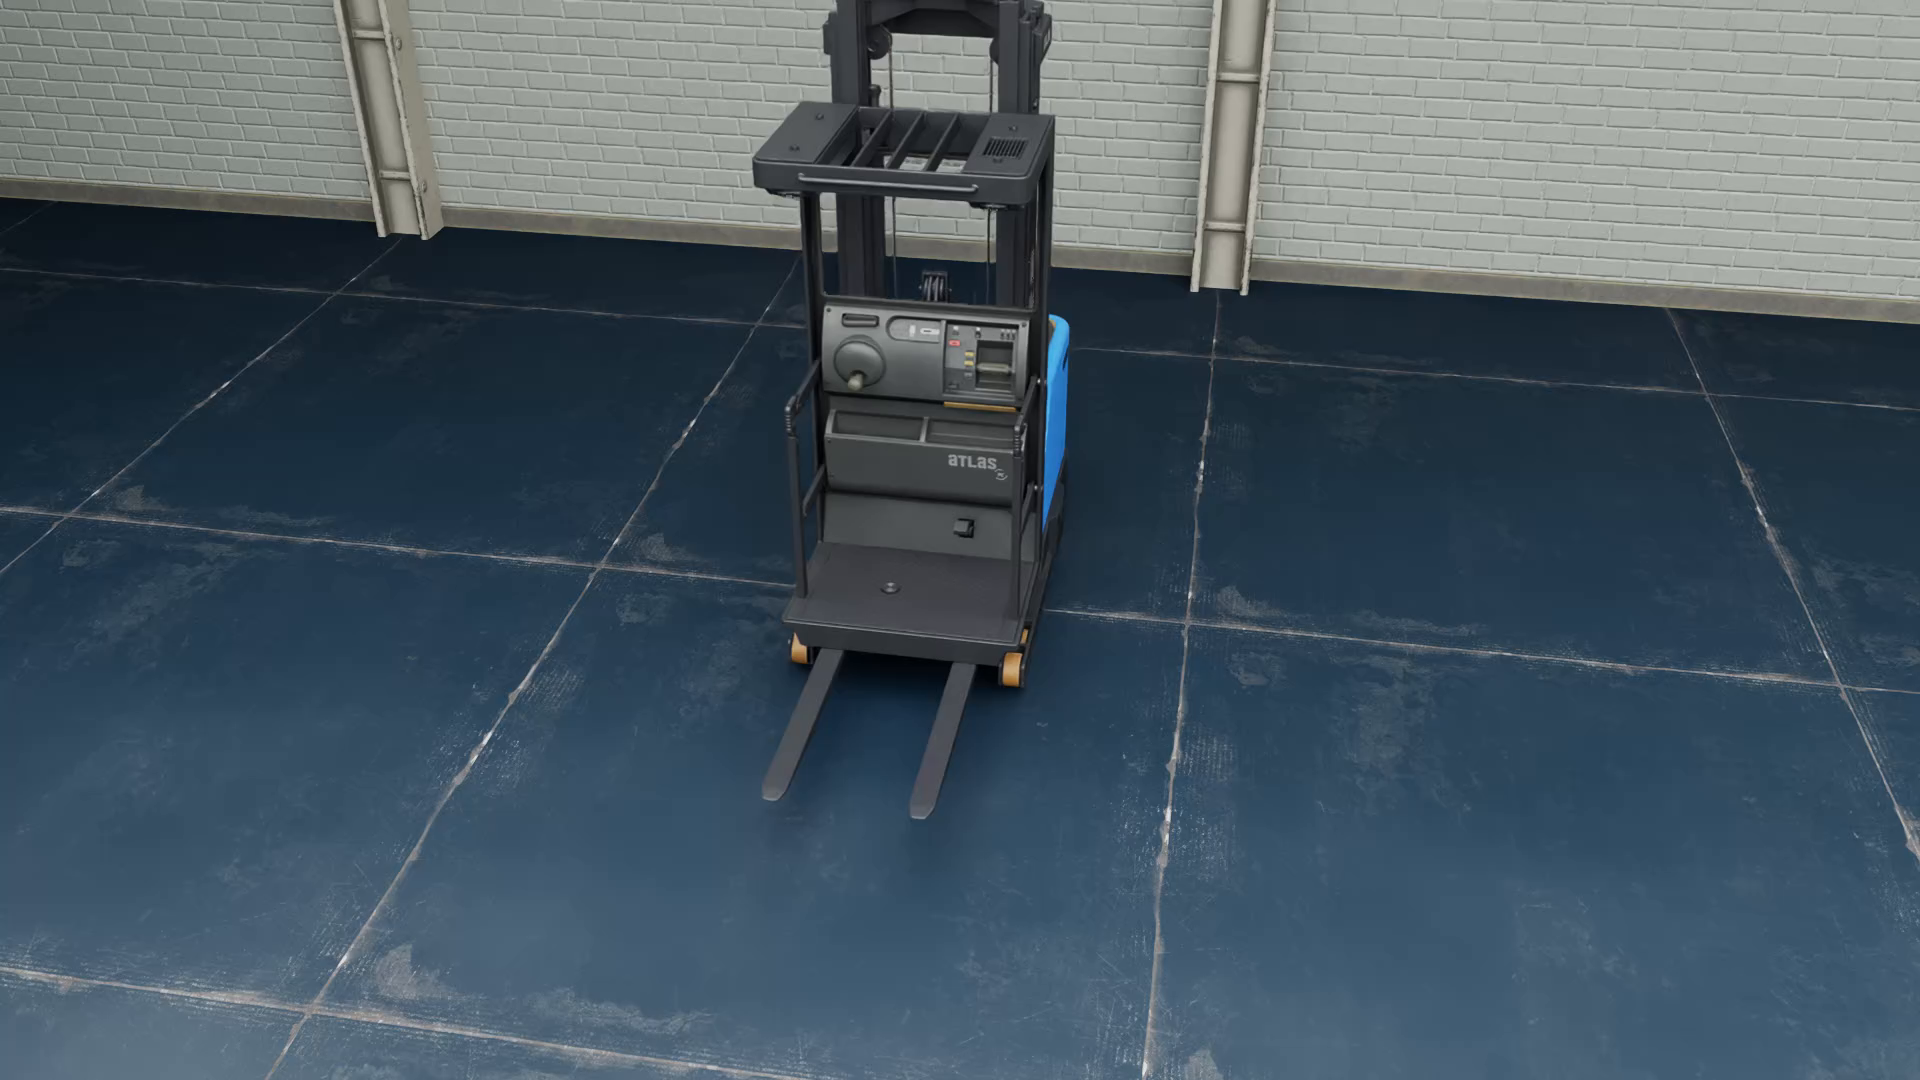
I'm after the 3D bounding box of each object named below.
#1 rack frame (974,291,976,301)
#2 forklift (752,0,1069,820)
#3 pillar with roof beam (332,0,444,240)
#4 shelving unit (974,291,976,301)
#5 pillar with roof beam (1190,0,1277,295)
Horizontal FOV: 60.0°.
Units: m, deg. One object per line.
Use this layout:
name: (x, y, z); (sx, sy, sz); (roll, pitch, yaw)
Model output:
rack frame: (0.064, -0.834, 9.093); (0.008, 1.050, 0.200); (6, 32, 9)
forklift: (-0.193, -0.773, 7.222); (1.130, 2.935, 3.031); (6, 32, 9)
pillar with roof beam: (-4.827, -3.881, 6.468); (0.400, 9.000, 9.100); (5, 32, 8)
shelving unit: (0.184, -0.823, 9.075); (0.252, 1.050, 0.215); (6, 32, 9)
pillar with roof beam: (1.087, -3.345, 5.612); (0.400, 9.000, 9.100); (5, 32, 8)
